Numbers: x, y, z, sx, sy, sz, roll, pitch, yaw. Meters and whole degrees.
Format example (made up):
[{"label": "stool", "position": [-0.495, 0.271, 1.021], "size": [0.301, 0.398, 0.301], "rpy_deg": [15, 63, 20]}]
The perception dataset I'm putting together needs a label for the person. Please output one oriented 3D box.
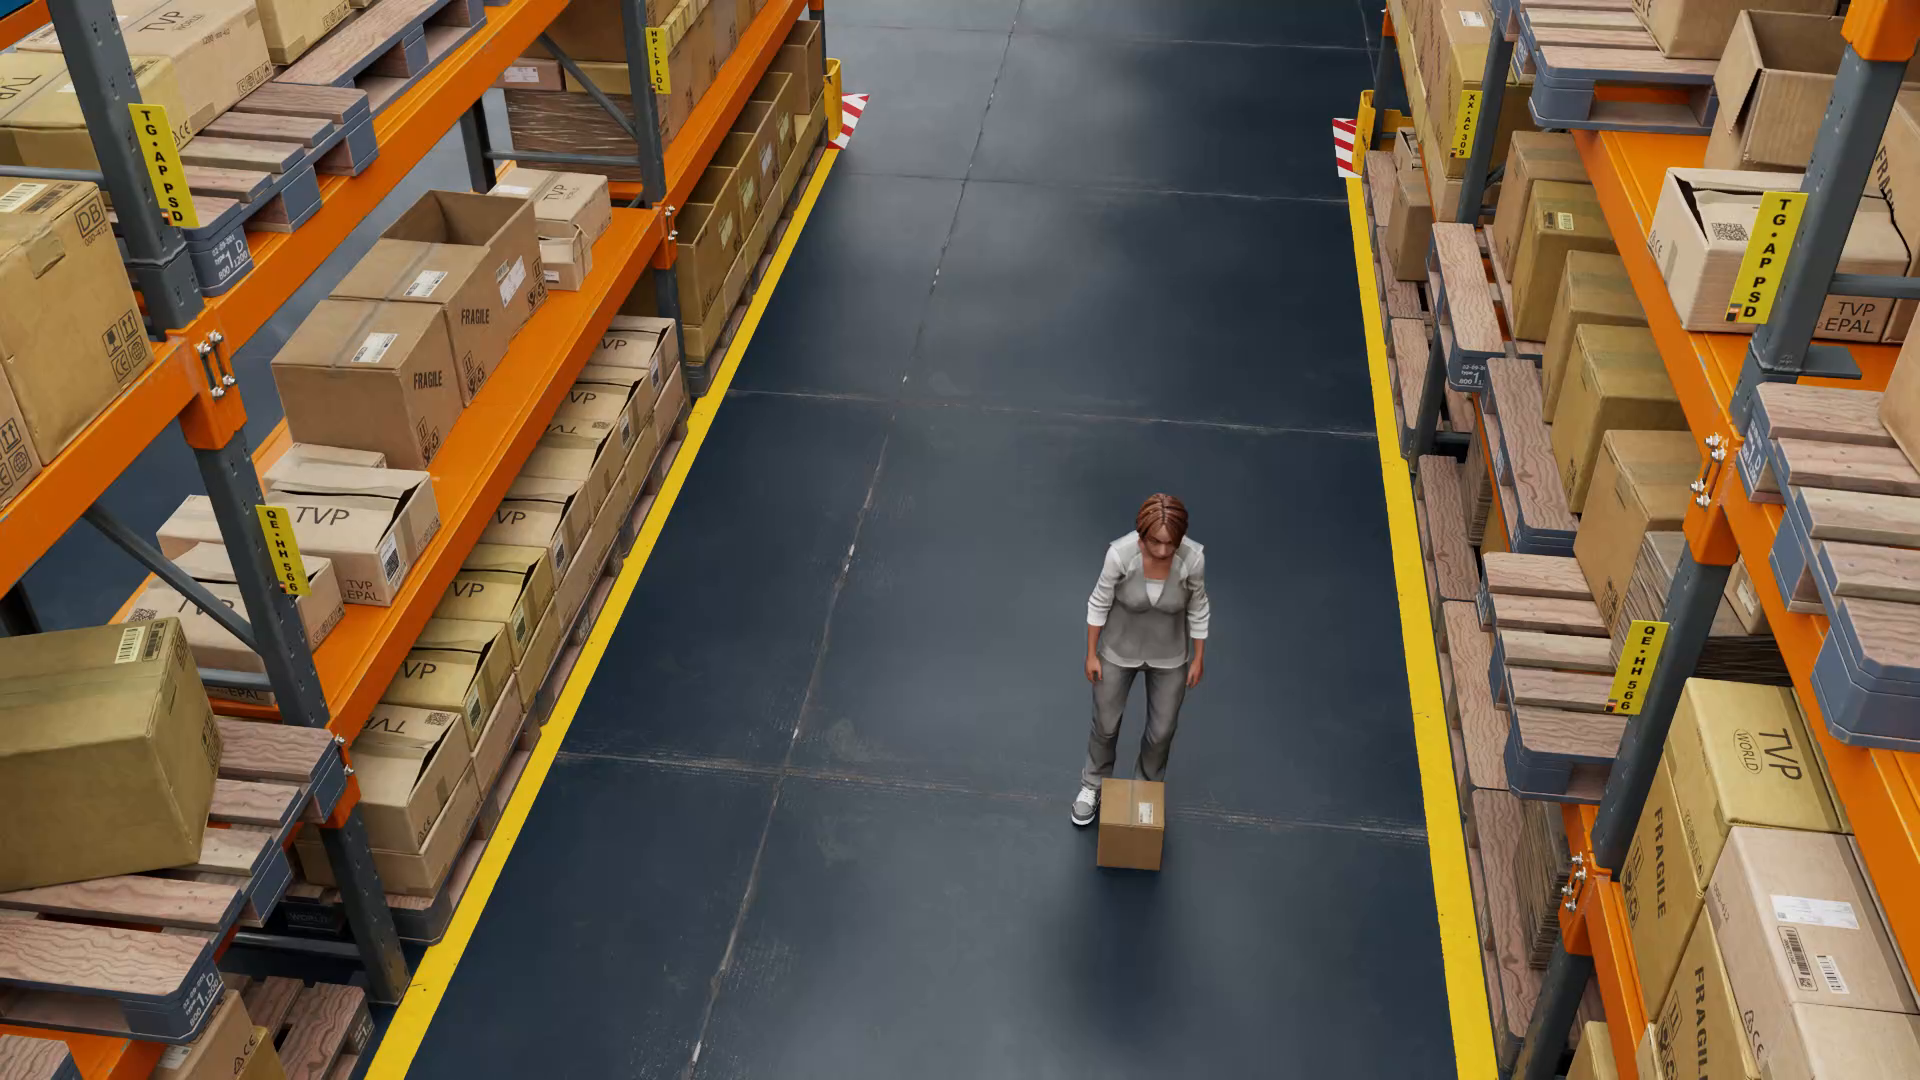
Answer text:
[{"label": "person", "position": [0.706, 0.470, 6.423], "size": [0.485, 1.581, 0.374], "rpy_deg": [2, 37, 3]}]
